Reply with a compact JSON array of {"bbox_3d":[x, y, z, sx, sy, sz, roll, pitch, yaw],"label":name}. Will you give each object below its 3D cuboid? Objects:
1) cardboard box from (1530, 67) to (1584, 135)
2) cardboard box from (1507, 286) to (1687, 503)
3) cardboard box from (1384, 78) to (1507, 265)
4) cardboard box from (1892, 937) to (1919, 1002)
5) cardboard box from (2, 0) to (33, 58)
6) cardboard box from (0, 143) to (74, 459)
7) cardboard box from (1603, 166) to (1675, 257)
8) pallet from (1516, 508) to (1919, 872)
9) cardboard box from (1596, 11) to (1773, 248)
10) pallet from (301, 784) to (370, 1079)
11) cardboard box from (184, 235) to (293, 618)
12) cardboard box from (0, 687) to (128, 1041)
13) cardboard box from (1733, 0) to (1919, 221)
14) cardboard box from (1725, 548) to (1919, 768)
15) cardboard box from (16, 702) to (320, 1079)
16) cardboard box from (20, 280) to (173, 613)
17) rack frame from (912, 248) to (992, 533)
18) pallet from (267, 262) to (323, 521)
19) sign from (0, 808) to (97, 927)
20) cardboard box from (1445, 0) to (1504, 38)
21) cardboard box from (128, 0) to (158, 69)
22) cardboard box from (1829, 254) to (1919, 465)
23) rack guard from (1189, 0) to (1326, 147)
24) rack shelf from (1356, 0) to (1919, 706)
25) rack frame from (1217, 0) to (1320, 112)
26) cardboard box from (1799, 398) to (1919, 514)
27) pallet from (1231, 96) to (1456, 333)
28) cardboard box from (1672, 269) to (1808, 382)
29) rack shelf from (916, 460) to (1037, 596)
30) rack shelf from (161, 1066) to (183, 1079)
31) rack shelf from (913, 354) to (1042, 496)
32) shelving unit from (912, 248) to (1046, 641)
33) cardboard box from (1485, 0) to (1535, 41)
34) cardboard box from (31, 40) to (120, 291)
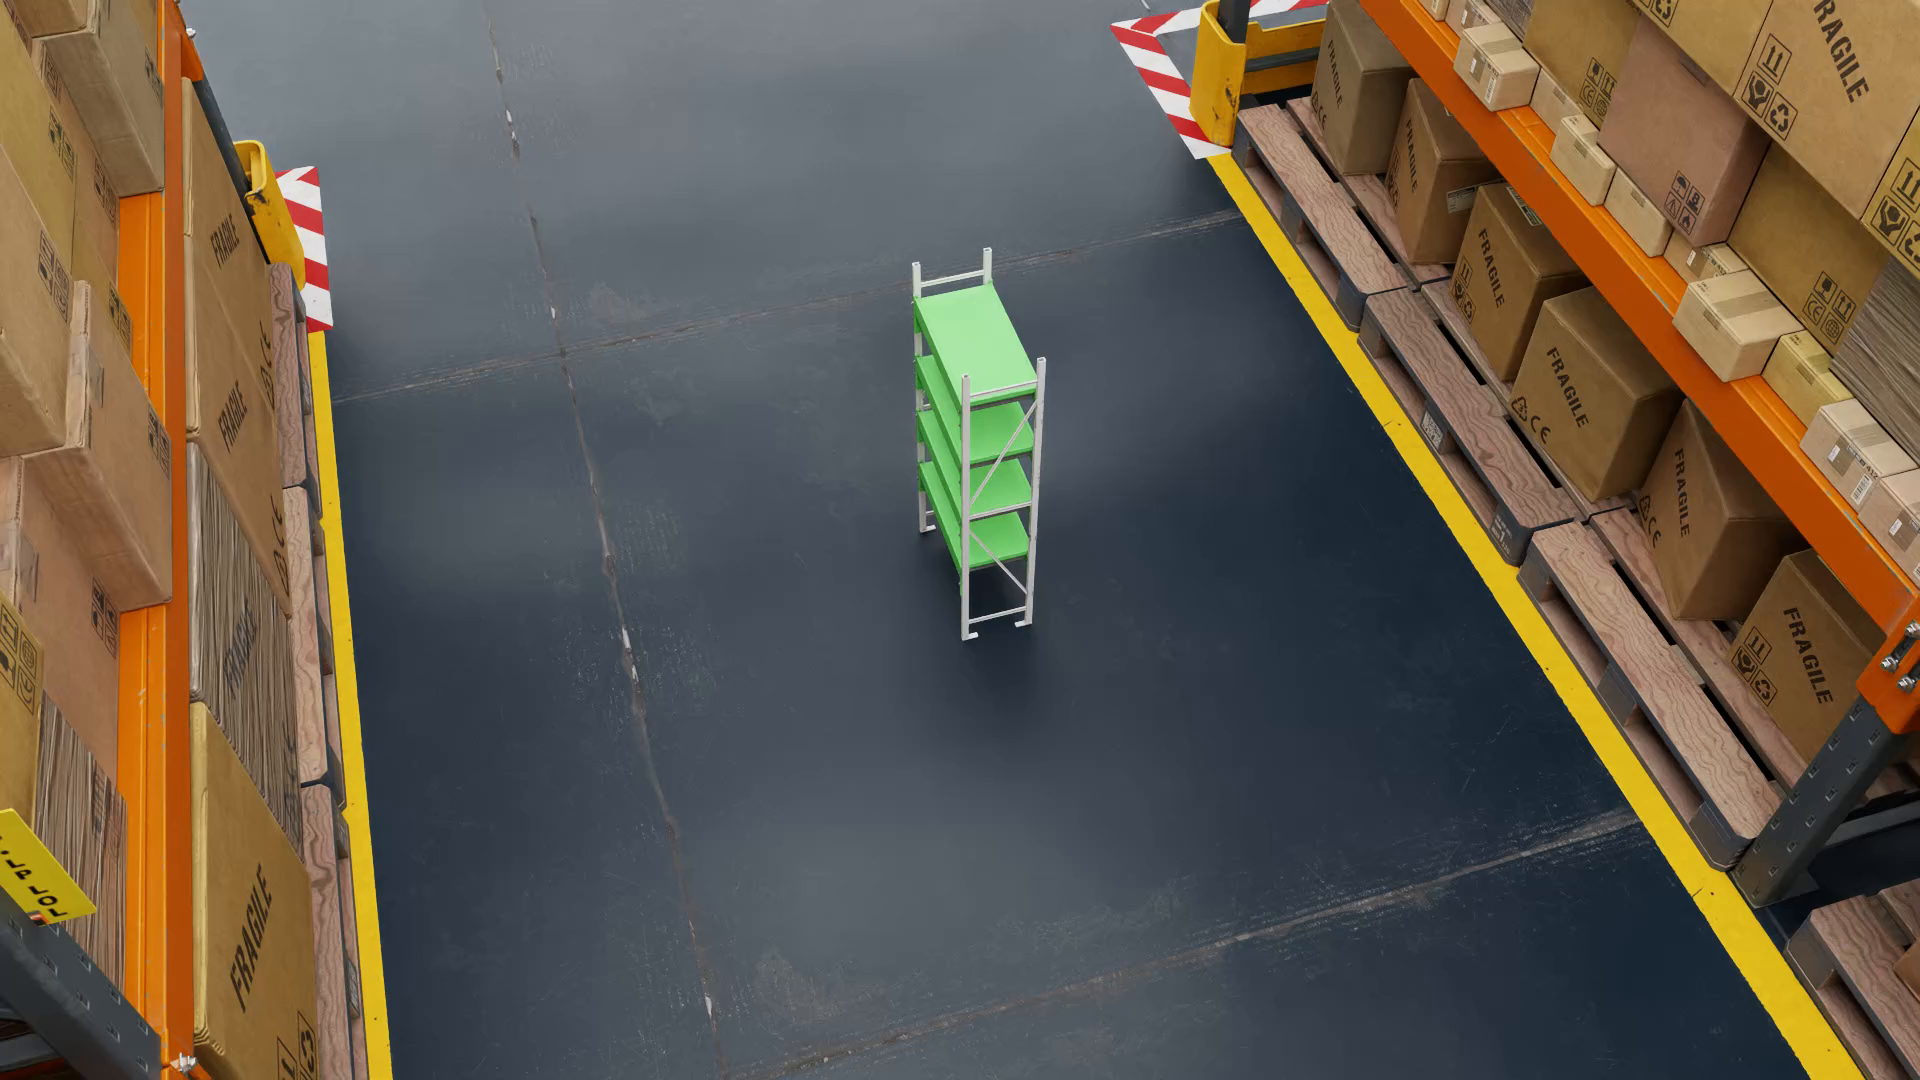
[{"bbox_3d":[1.991,-1.354,5.094,0.380,0.149,0.250,-13,51,-11],"label":"cardboard box"},{"bbox_3d":[2.251,-0.528,5.594,0.500,0.500,0.500,-17,52,-14],"label":"cardboard box"},{"bbox_3d":[1.961,-1.408,6.335,0.500,0.500,0.500,-2,50,-1],"label":"cardboard box"},{"bbox_3d":[2.927,1.072,4.232,0.700,0.500,0.500,-17,52,-14],"label":"cardboard box"},{"bbox_3d":[-2.825,-1.215,4.008,0.875,0.550,0.550,-13,51,-11],"label":"cardboard box"},{"bbox_3d":[-2.380,-0.472,3.382,0.875,0.550,0.550,-13,51,-11],"label":"cardboard box"},{"bbox_3d":[2.099,-0.979,4.778,0.380,0.149,0.250,-13,51,-11],"label":"cardboard box"},{"bbox_3d":[2.534,0.371,5.299,1.003,0.211,1.213,-13,51,-11],"label":"pallet"},{"bbox_3d":[2.334,-1.232,4.566,0.875,0.500,0.500,-13,51,-11],"label":"cardboard box"},{"bbox_3d":[-2.152,1.328,4.492,1.003,0.211,1.213,-13,51,-11],"label":"pallet"},{"bbox_3d":[-2.659,-0.247,5.111,0.875,0.875,0.875,-14,51,-12],"label":"cardboard box"},{"bbox_3d":[-2.122,0.687,3.111,0.875,0.550,0.550,-13,51,-11],"label":"cardboard box"},{"bbox_3d":[2.221,-1.127,3.824,0.500,0.500,0.500,-13,51,-11],"label":"cardboard box"},{"bbox_3d":[2.686,0.324,4.875,0.500,0.500,0.500,-15,51,-12],"label":"cardboard box"},{"bbox_3d":[-2.121,1.077,3.995,0.875,0.875,0.875,-13,51,-10],"label":"cardboard box"},{"bbox_3d":[-2.354,-0.130,3.800,0.875,0.550,0.550,-13,51,-11],"label":"cardboard box"},{"bbox_3d":[-0.023,-0.444,5.340,0.240,1.200,0.015,-13,51,-11],"label":"rack frame"},{"bbox_3d":[-2.874,-0.454,5.995,1.003,0.211,1.213,-13,51,-11],"label":"pallet"},{"bbox_3d":[-1.486,0.525,2.640,0.100,0.325,0.005,-13,51,-11],"label":"sign"},{"bbox_3d":[1.816,-1.712,5.396,0.380,0.149,0.250,-13,51,-11],"label":"cardboard box"},{"bbox_3d":[-3.032,-1.707,5.129,0.875,0.550,0.550,-13,51,-11],"label":"cardboard box"},{"bbox_3d":[2.692,-0.516,3.963,0.875,0.500,0.500,-13,51,-11],"label":"cardboard box"},{"bbox_3d":[1.606,-2.106,7.198,1.175,0.500,0.348,-13,51,-11],"label":"rack guard"},{"bbox_3d":[2.175,-1.274,5.333,1.077,0.370,4.000,-13,51,-11],"label":"rack shelf"},{"bbox_3d":[1.583,-2.967,6.289,1.000,3.000,0.127,-13,51,-11],"label":"rack frame"},{"bbox_3d":[2.357,-0.240,4.154,0.380,0.149,0.250,-13,51,-11],"label":"cardboard box"},{"bbox_3d":[1.812,-1.411,6.802,1.003,0.211,1.213,-13,51,-11],"label":"pallet"},{"bbox_3d":[2.160,-0.593,4.452,0.380,0.149,0.250,-13,51,-11],"label":"cardboard box"},{"bbox_3d":[0.049,-0.070,5.422,0.258,0.148,0.480,-13,51,-11],"label":"rack shelf"},{"bbox_3d":[-1.410,2.695,1.987,1.077,0.370,4.000,-13,51,-11],"label":"rack shelf"},{"bbox_3d":[0.049,-0.379,5.055,0.258,0.148,0.480,-13,51,-11],"label":"rack shelf"},{"bbox_3d":[0.049,-0.266,5.189,0.258,1.200,0.503,-13,51,-11],"label":"shelving unit"},{"bbox_3d":[2.089,-1.974,5.192,0.875,0.500,0.500,-13,51,-11],"label":"cardboard box"},{"bbox_3d":[-2.803,-0.873,4.426,0.875,0.550,0.550,-13,51,-11],"label":"cardboard box"}]
